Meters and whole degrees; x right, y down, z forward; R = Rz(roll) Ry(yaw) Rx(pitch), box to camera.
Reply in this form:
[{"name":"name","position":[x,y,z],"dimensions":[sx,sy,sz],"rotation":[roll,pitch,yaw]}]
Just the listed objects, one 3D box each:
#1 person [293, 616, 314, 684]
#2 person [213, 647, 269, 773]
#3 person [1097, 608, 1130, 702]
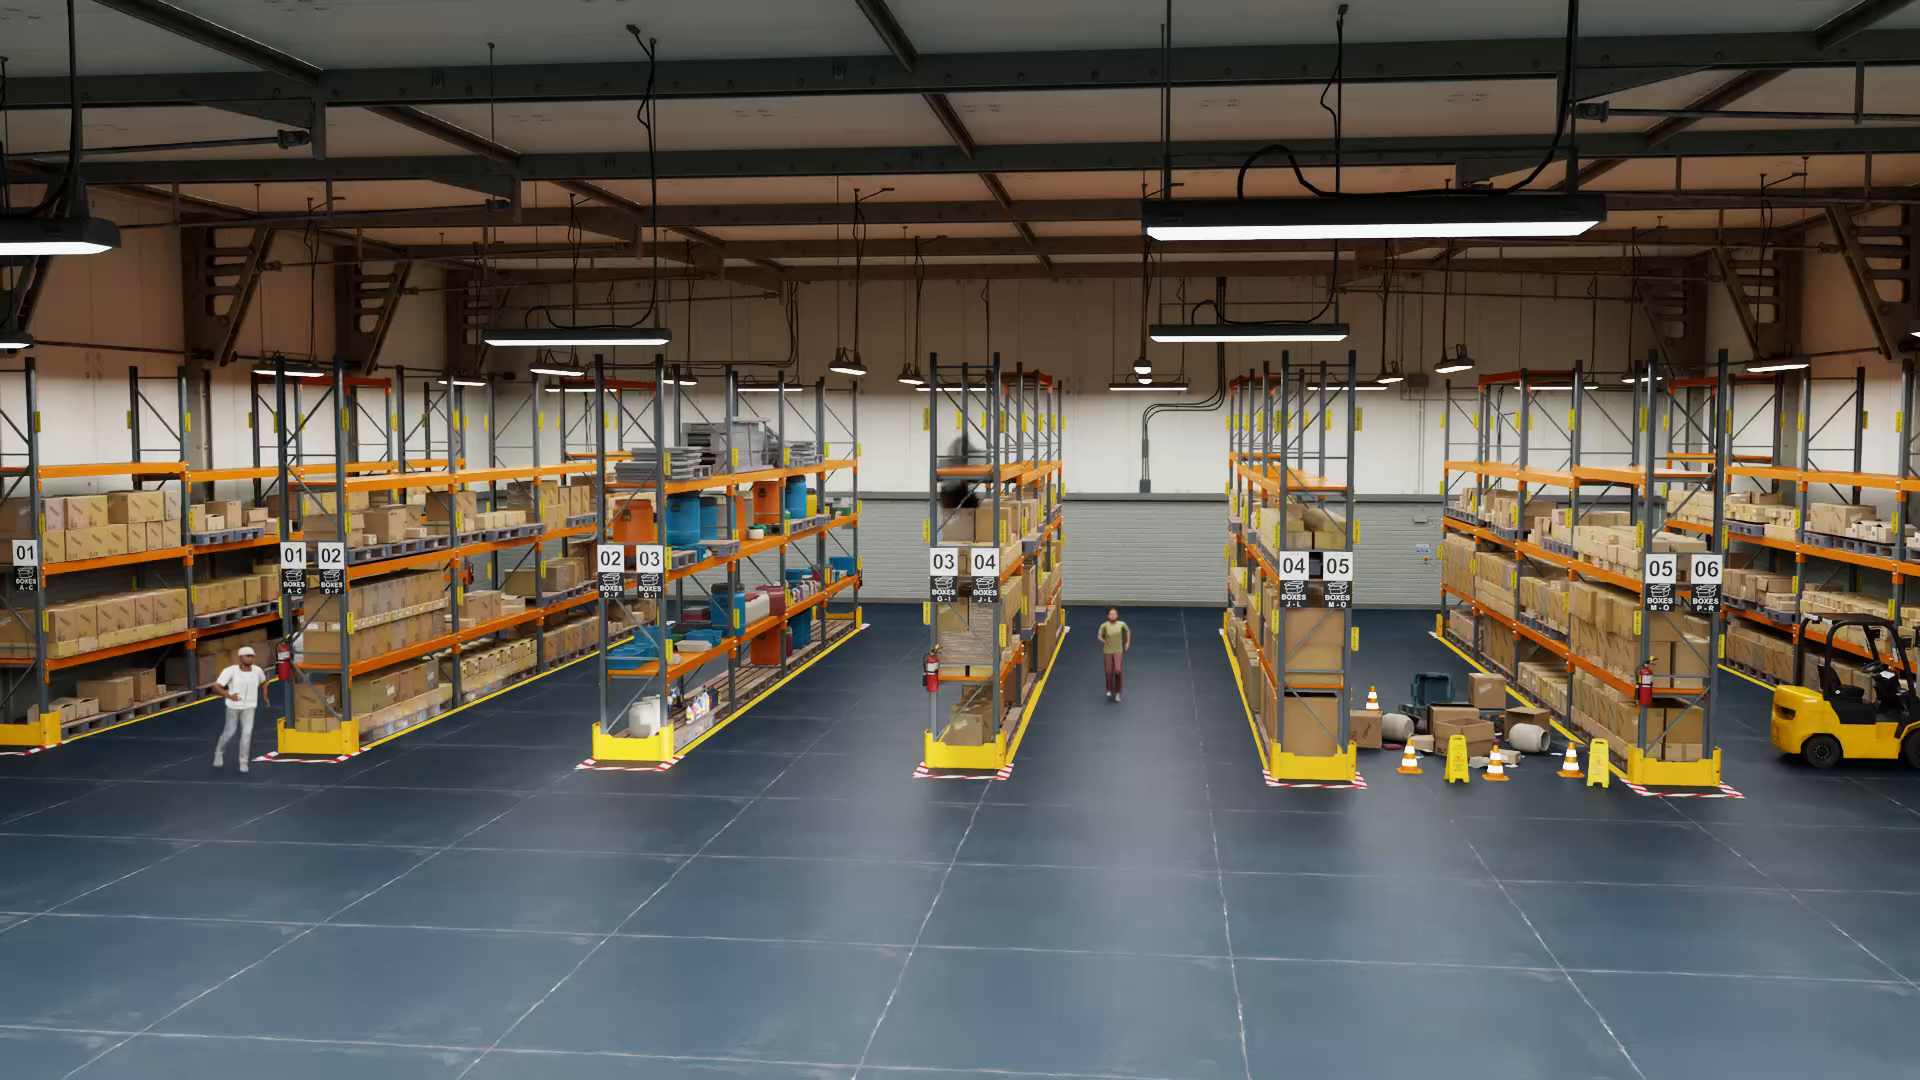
[{"name":"person","position":[-11.127,2.137,28.239],"dimensions":[0.570,1.714,0.850],"rotation":[0,4,2]},{"name":"person","position":[-10.304,2.409,23.934],"dimensions":[0.768,1.746,0.930],"rotation":[-3,5,-40]},{"name":"person","position":[2.768,2.068,29.948],"dimensions":[0.592,1.716,0.694],"rotation":[0,4,4]}]
